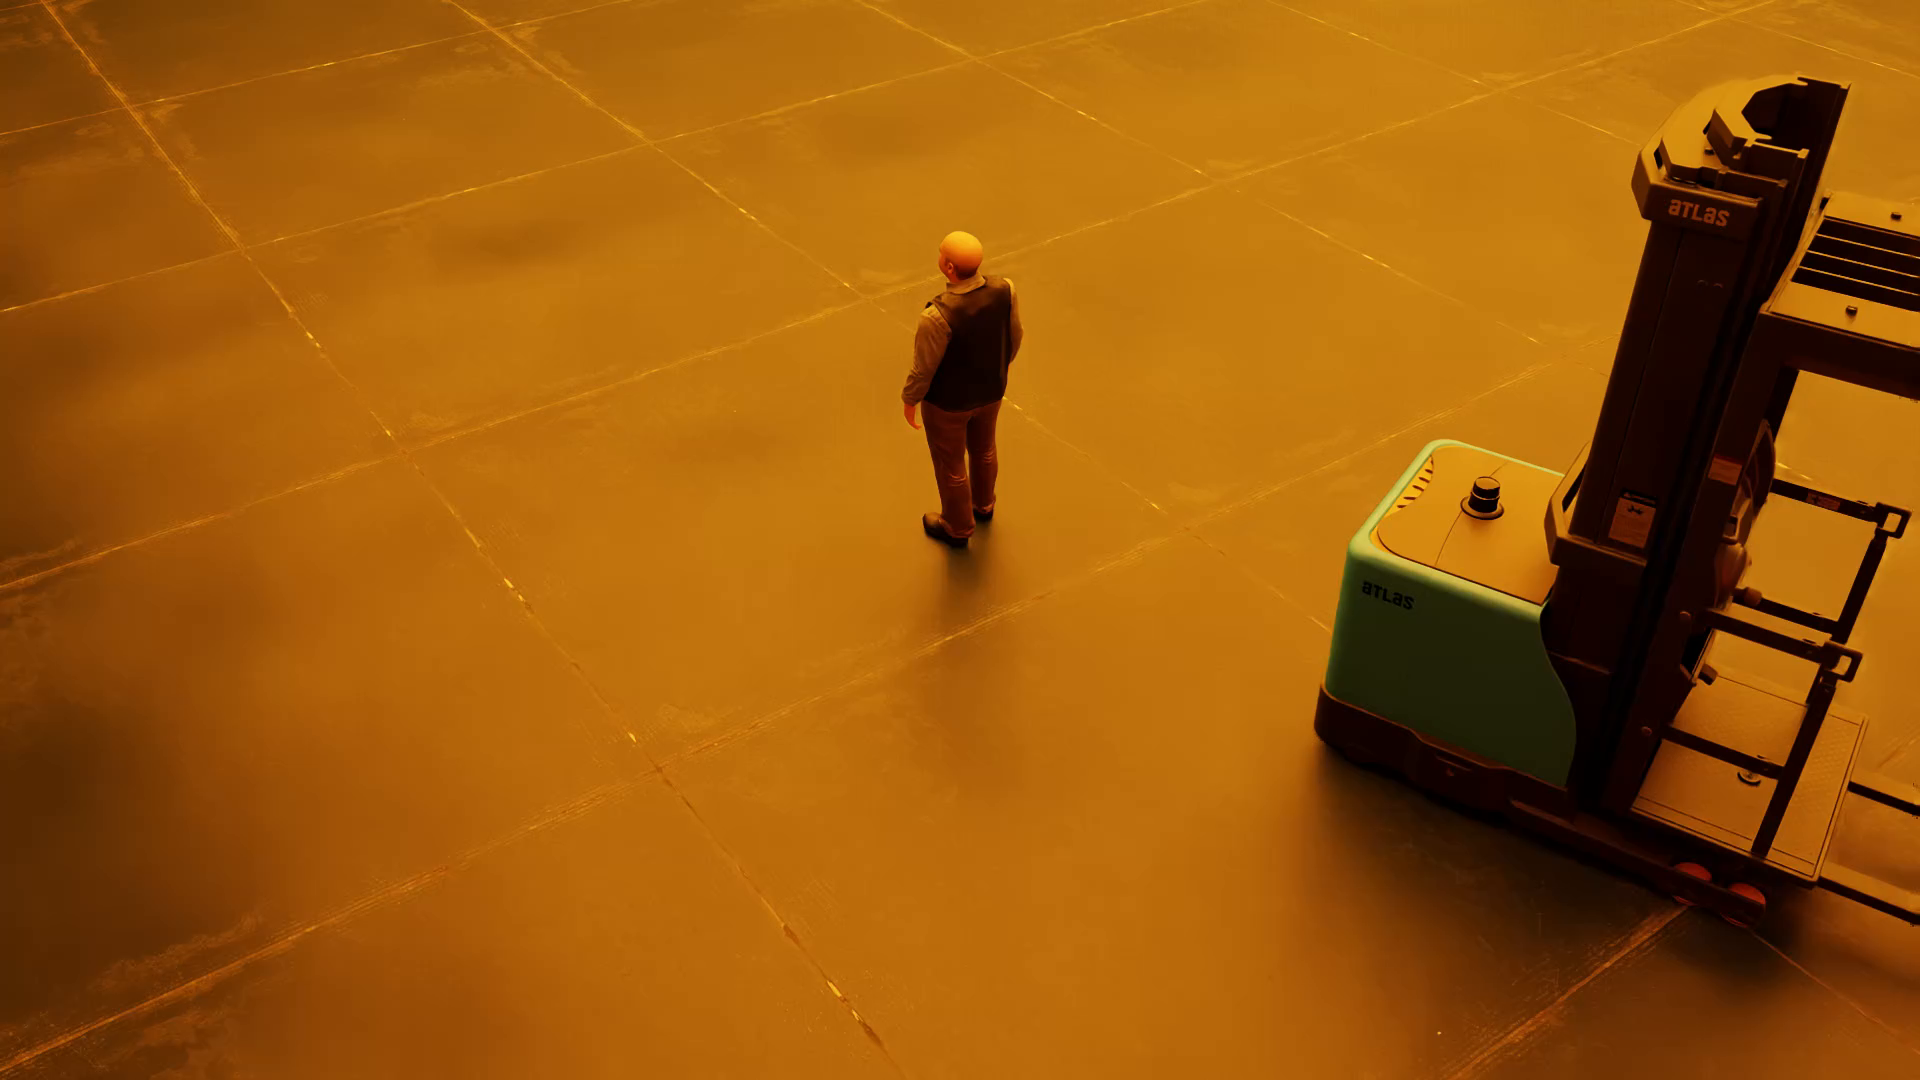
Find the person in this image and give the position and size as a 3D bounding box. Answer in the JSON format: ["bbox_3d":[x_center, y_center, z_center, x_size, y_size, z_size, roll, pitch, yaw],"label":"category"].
[{"bbox_3d":[-0.031,-0.731,7.938,0.634,1.722,0.566,-23,42,-28],"label":"person"}]

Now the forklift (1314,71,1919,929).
[{"bbox_3d":[3.043,-0.055,6.019,3.031,2.935,1.130,21,42,26],"label":"forklift"}]
